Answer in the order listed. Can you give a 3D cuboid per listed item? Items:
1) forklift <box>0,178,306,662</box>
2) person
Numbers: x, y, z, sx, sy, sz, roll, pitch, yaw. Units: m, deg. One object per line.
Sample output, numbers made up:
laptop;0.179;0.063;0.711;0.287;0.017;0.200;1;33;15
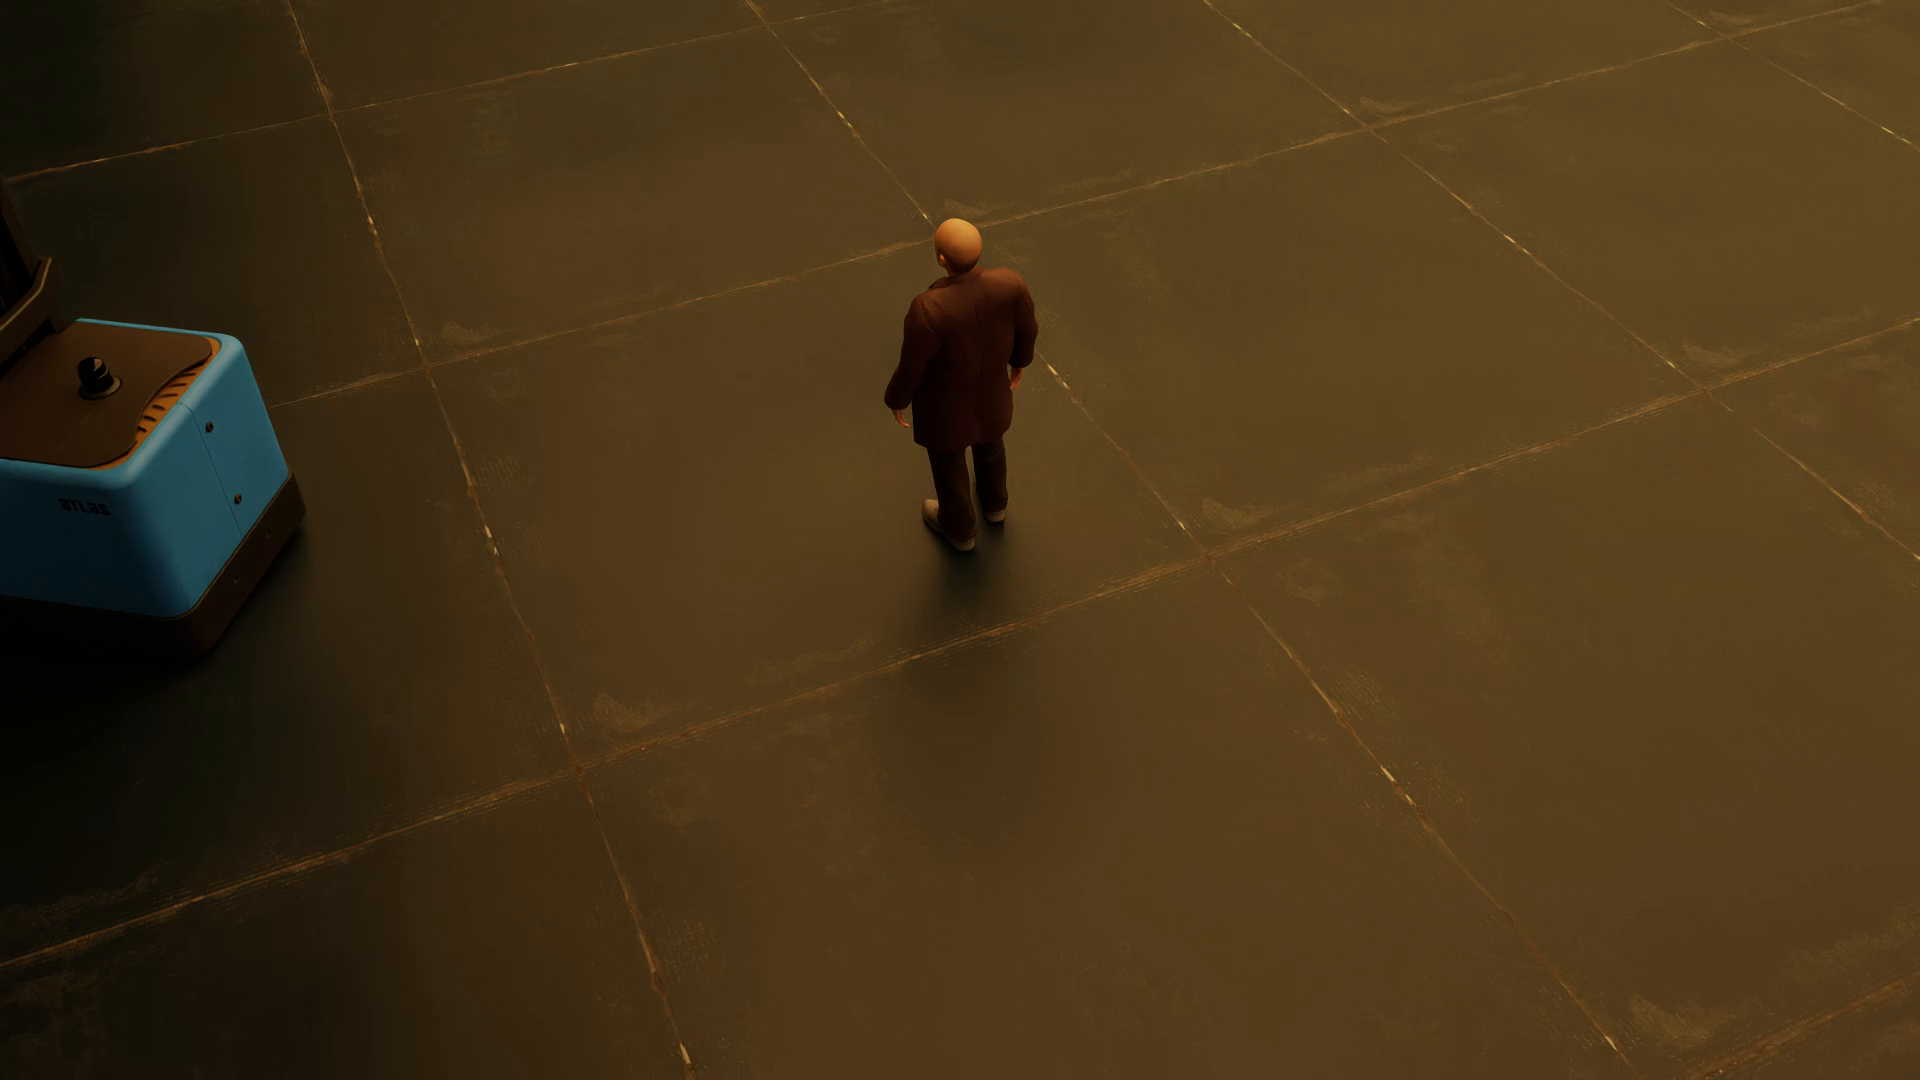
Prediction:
forklift;-4.660;-1.028;6.782;3.031;2.935;1.130;7;43;7
person;-0.034;-0.713;7.278;0.696;1.776;0.582;-18;46;-18
